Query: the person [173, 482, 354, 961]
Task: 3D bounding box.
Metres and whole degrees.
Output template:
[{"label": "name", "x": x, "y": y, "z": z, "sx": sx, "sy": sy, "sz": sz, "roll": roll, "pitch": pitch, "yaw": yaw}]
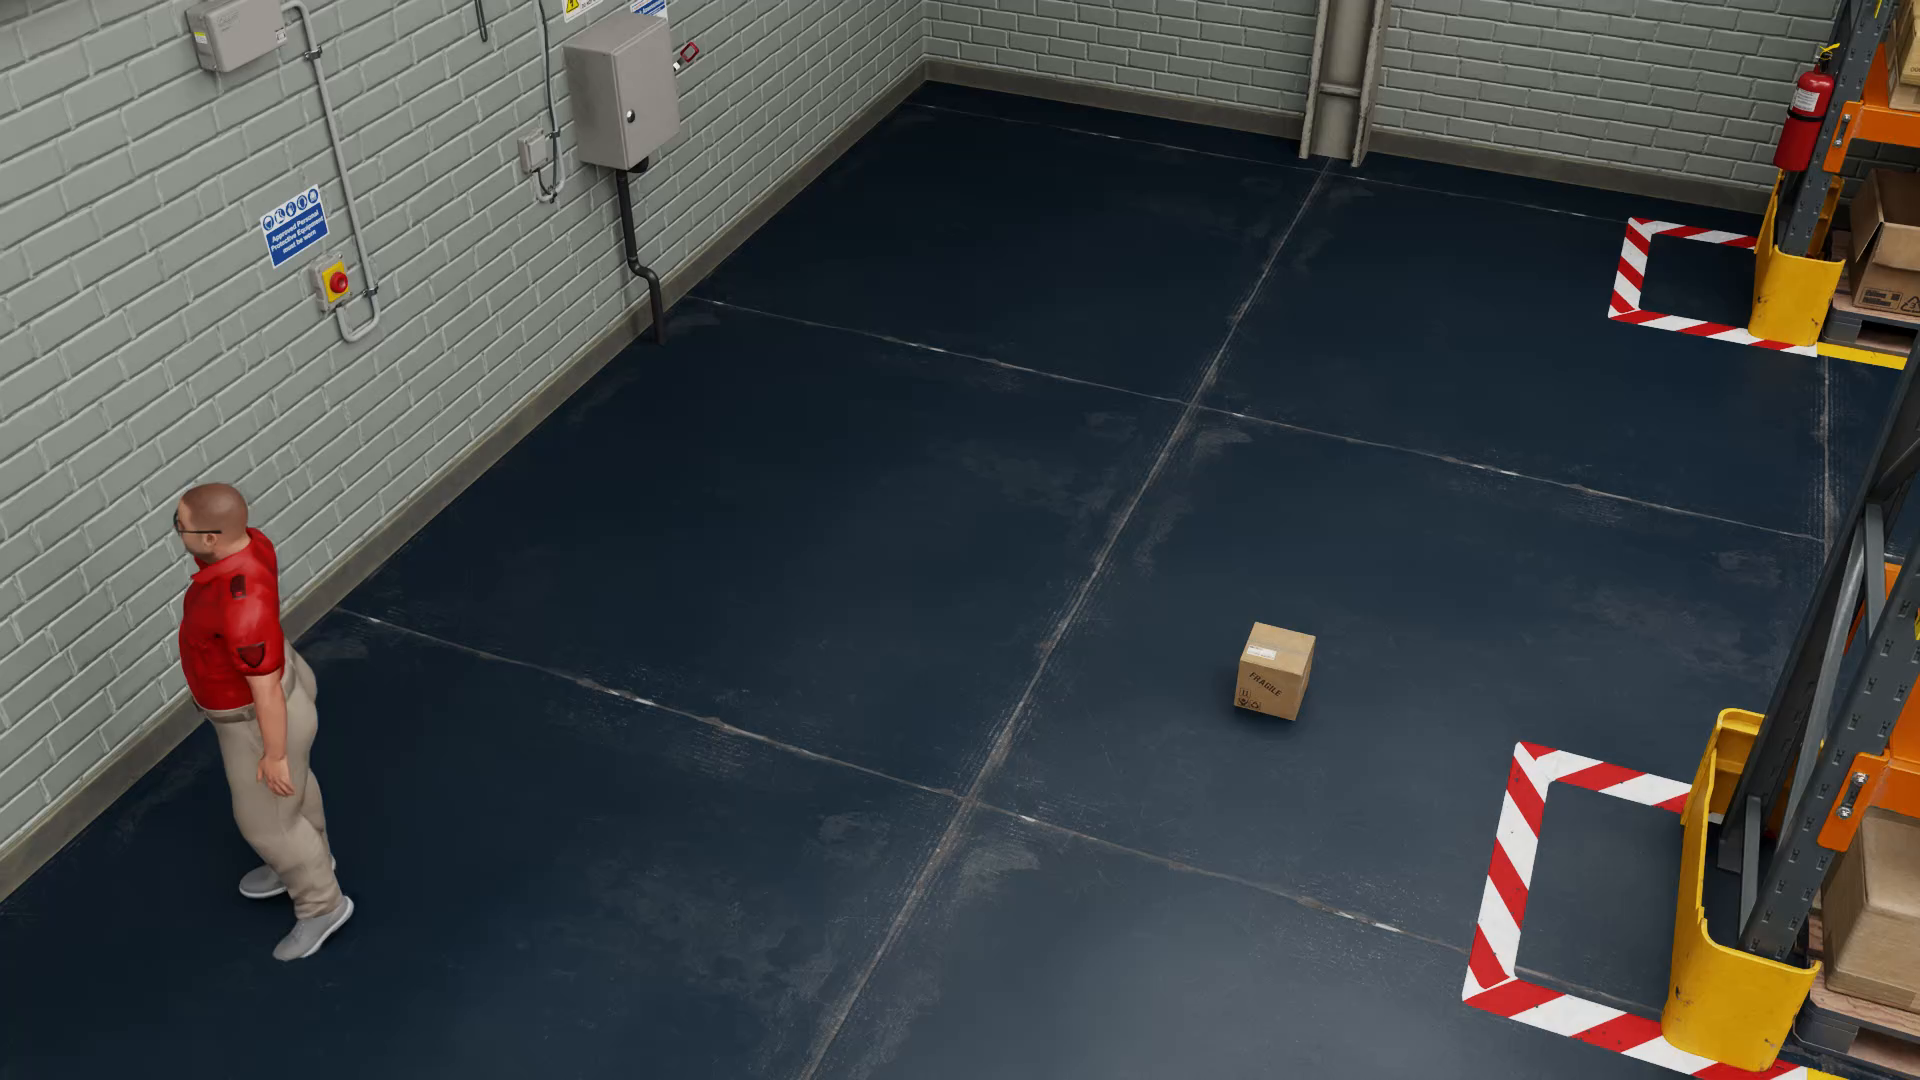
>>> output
[{"label": "person", "x": -2.314, "y": 0.594, "z": 5.403, "sx": 0.451, "sy": 1.805, "sz": 0.584, "roll": -12, "pitch": 39, "yaw": -15}]
